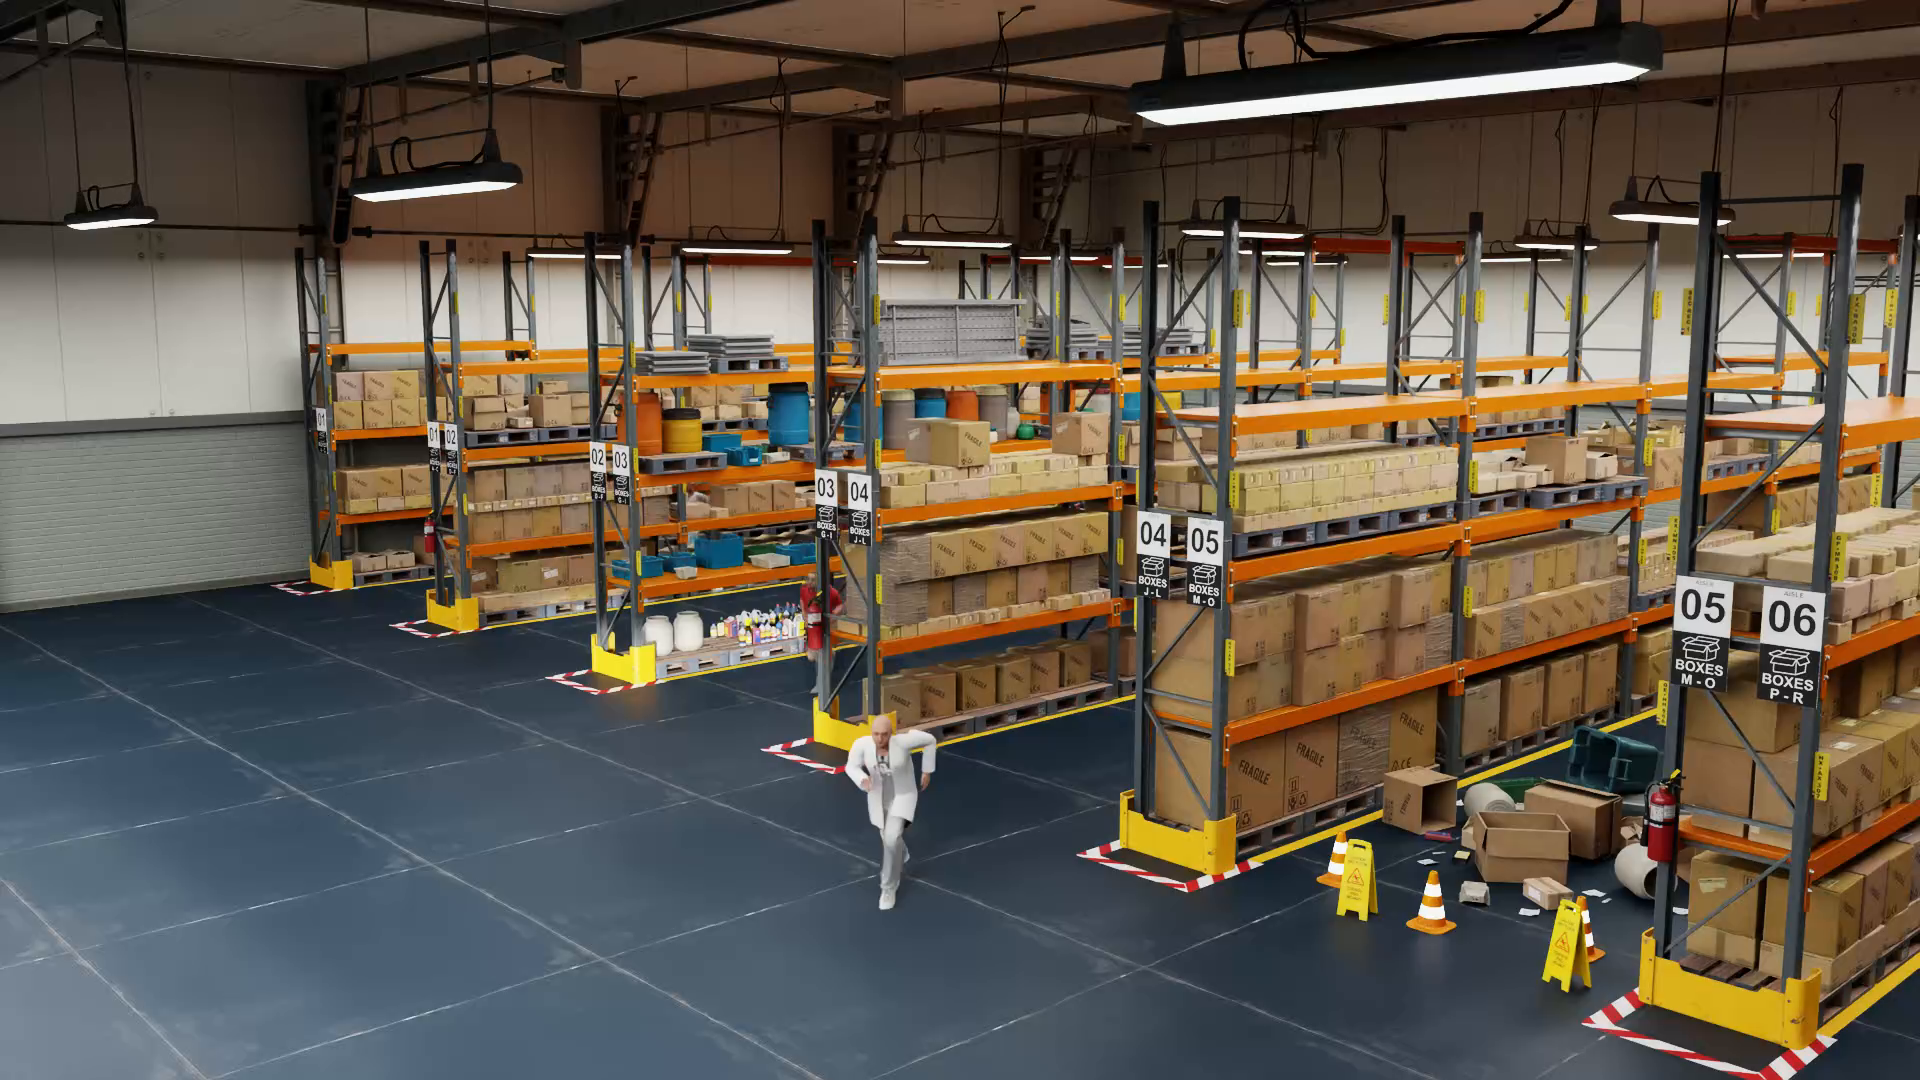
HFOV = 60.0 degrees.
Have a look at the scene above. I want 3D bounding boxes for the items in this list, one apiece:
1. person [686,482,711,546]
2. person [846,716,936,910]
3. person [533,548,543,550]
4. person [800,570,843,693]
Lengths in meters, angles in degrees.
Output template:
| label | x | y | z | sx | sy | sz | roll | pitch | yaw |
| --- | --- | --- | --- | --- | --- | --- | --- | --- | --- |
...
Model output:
| label | x | y | z | sx | sy | sz | roll | pitch | yaw |
| --- | --- | --- | --- | --- | --- | --- | --- | --- | --- |
| person | -4.972 | -0.252 | 30.825 | 0.642 | 1.829 | 0.850 | 7 | 11 | 41 |
| person | -0.571 | 2.278 | 14.359 | 0.753 | 1.737 | 1.072 | 1 | 9 | 10 |
| person | -7.388 | 0.098 | 29.015 | 0.507 | 1.710 | 0.809 | 7 | 11 | 39 |
| person | -1.802 | 1.177 | 21.867 | 0.658 | 1.667 | 0.773 | 3 | 9 | 18 |
